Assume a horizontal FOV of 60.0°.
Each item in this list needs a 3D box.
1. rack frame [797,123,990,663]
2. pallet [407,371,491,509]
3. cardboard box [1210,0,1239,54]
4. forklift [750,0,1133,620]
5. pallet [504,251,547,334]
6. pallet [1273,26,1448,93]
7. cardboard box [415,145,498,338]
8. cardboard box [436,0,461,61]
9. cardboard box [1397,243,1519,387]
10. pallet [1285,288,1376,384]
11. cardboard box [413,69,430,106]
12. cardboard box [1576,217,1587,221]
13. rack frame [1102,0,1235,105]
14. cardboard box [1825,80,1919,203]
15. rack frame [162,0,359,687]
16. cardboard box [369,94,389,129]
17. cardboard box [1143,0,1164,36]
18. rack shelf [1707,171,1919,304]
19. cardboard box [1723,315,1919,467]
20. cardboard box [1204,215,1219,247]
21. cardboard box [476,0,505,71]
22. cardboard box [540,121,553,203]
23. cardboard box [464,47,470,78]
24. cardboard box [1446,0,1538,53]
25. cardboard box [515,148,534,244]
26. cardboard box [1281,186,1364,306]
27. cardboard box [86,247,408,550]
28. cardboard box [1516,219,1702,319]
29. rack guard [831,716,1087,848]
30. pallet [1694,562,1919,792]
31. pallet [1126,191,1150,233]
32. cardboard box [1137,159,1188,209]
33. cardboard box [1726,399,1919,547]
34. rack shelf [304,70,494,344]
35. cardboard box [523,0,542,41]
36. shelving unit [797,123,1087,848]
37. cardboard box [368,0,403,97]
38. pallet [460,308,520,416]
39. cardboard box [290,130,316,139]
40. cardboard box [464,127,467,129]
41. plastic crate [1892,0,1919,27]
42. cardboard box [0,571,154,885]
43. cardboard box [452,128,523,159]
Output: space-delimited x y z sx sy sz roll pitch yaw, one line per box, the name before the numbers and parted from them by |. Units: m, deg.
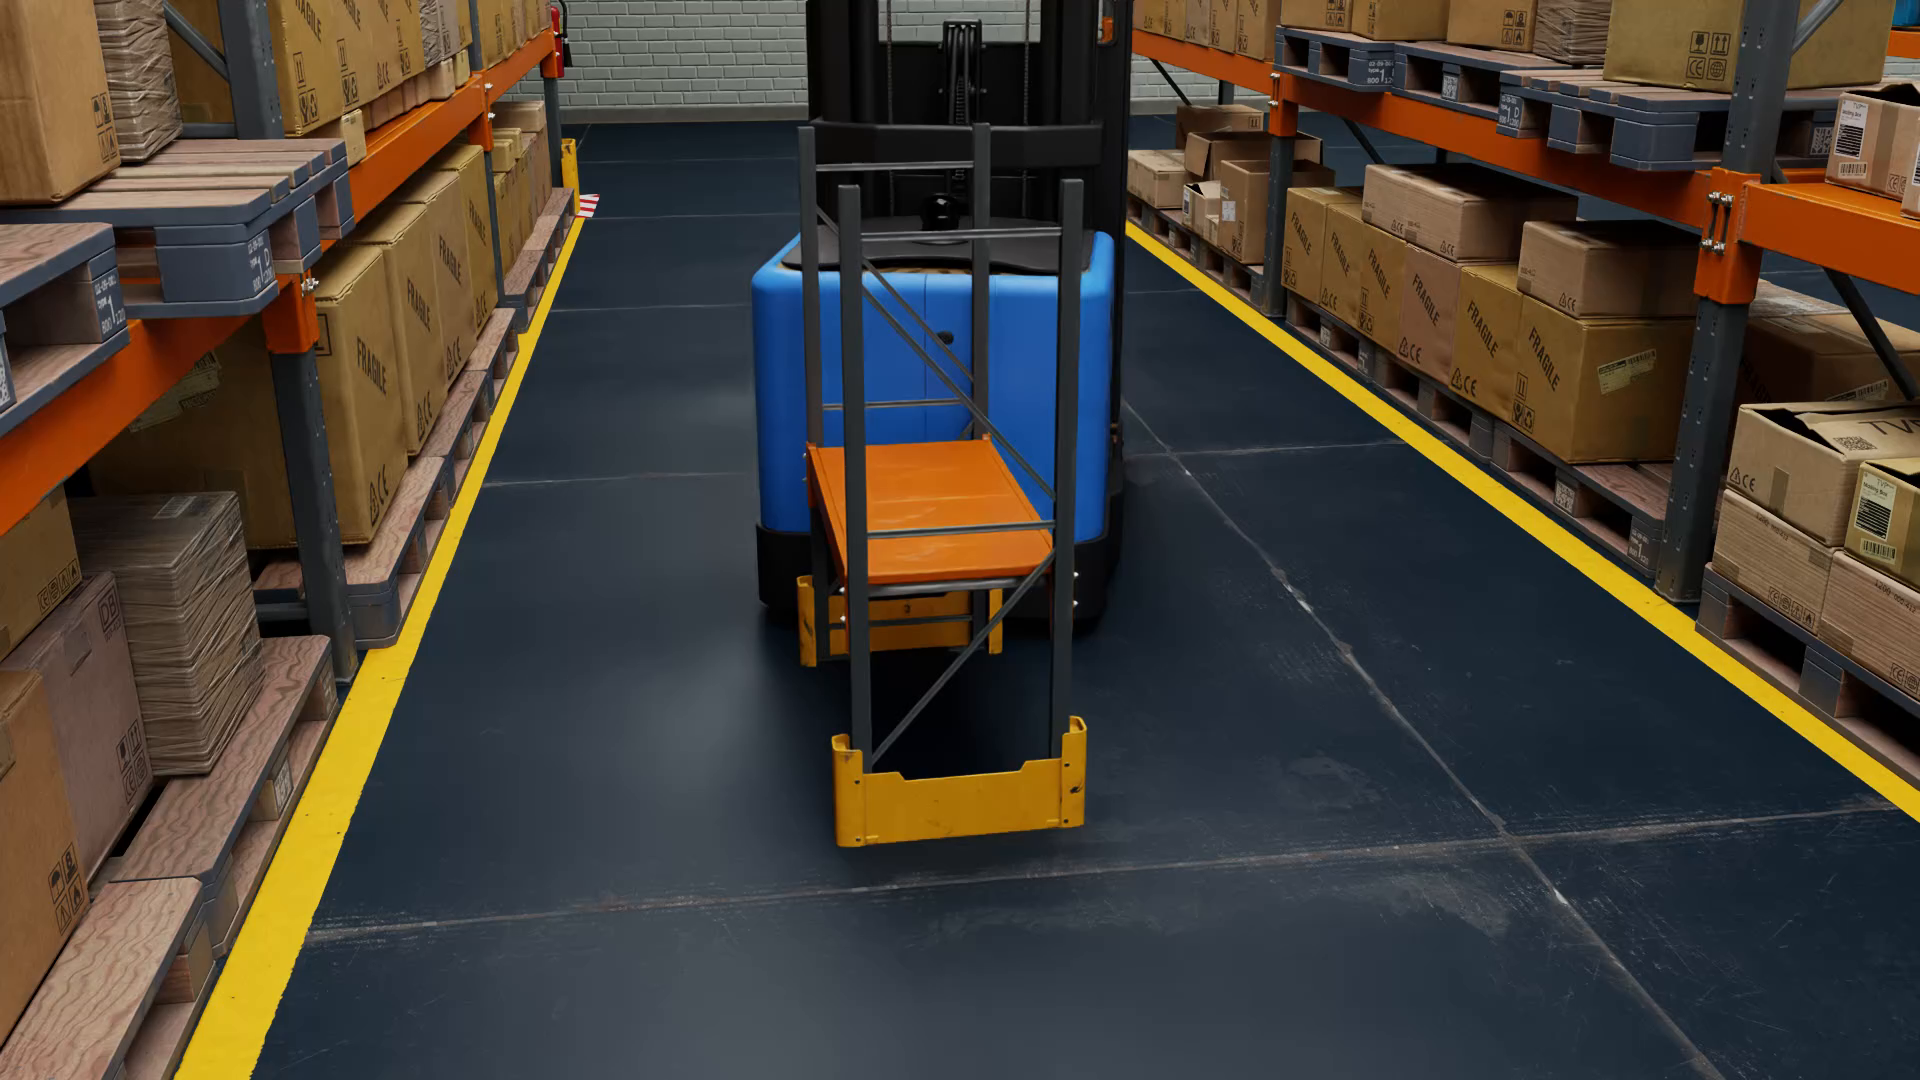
rack frame | -0.170 -0.369 4.561 0.500 1.500 0.032 -3 21 -9
pallet | -2.411 -0.387 6.450 1.003 0.211 1.213 -3 21 -8
cardboard box | 1.724 -3.016 9.362 0.500 0.500 0.500 -2 21 -6
forklift | 0.056 -1.612 5.844 1.130 2.935 3.031 2 21 5
pallet | -2.808 -1.341 9.004 1.003 0.211 1.213 -3 21 -8
pallet | 2.133 -2.259 7.751 1.003 0.211 1.213 -3 21 -8
cardboard box | -2.553 -1.351 7.519 0.750 0.750 0.750 -3 21 -7
cardboard box | -2.377 -2.252 6.862 0.500 0.500 0.500 -3 21 -7
cardboard box | 2.179 -0.954 6.926 0.500 0.500 0.500 -4 21 -10
pallet | 2.280 -1.045 8.212 1.003 0.211 1.213 -3 21 -8
cardboard box | -2.329 -1.814 6.617 0.380 0.149 0.250 -3 21 -8
cardboard box | 2.615 -1.164 7.491 0.500 0.500 0.500 -3 21 -7
rack frame | 1.549 -4.016 12.181 1.000 3.000 0.127 -3 21 -8
cardboard box | 2.711 -1.076 4.438 0.500 0.311 0.500 -2 21 -4
rack frame | -2.199 -0.995 4.093 1.000 3.000 0.127 -3 21 -8
cardboard box | -2.249 -1.543 5.890 0.380 0.149 0.250 -3 21 -7
cardboard box | 1.501 -3.544 10.774 0.500 0.500 0.500 -3 21 -8
rack shelf | 2.990 -0.217 3.037 1.077 0.370 4.000 -3 21 -8
cardboard box | 2.919 -0.453 5.586 0.500 0.500 0.500 -2 21 -5
cardboard box | 1.649 -1.811 9.725 0.380 0.149 0.250 -3 21 -8
cardboard box | -2.838 -2.709 8.253 0.980 0.700 0.700 -3 21 -7
cardboard box | -3.153 -2.553 11.237 0.700 0.500 0.500 -3 21 -8
cardboard box | -2.447 -2.169 7.566 0.380 0.149 0.250 -3 21 -7
cardboard box | 2.441 -2.266 6.753 0.700 0.500 0.500 -8 22 -21
cardboard box | -2.923 -2.022 9.814 0.700 0.500 0.500 -2 21 -6
cardboard box | 1.954 -1.486 8.352 0.500 0.500 0.500 -4 21 -10
cardboard box | -2.175 -0.446 5.095 0.750 0.750 0.750 -3 21 -8
cardboard box | 2.323 -0.964 5.881 0.500 0.250 0.500 -2 21 -6
rack guard | 0.000 0.560 3.859 0.587 0.250 0.087 -3 21 -9
pallet | 2.782 0.347 4.485 1.003 0.211 1.213 -3 21 -8
pallet | 1.676 -2.407 11.860 1.003 0.211 1.213 -3 21 -8
cardboard box | 1.491 -2.385 11.116 0.500 0.250 0.500 -3 21 -8
cardboard box | 2.487 -0.221 4.550 0.500 0.311 0.500 -2 21 -6
rack shelf | -2.488 -1.350 6.073 1.077 0.370 4.000 -3 21 -8
cardboard box | -3.153 -3.478 10.312 0.980 0.700 0.700 -3 21 -8
shelving unit | -0.085 -0.197 4.100 0.587 1.500 1.083 -3 21 -9
cardboard box | -2.153 -1.725 5.452 0.500 0.500 0.500 -3 21 -8
pallet | -2.590 -0.810 7.584 1.003 0.211 1.213 -3 21 -8
cardboard box | -2.045 -1.100 4.705 0.380 0.149 0.250 -3 21 -7
cardboard box | -3.184 -2.451 10.038 0.380 0.149 0.250 -3 21 -7
plastic crate | 6.394 -3.552 11.093 0.416 0.233 0.300 -3 21 -8
cardboard box | -2.085 0.401 3.300 0.700 0.500 0.500 -3 21 -8
cardboard box | -2.726 -2.282 9.584 0.380 0.149 0.250 -4 21 -9
